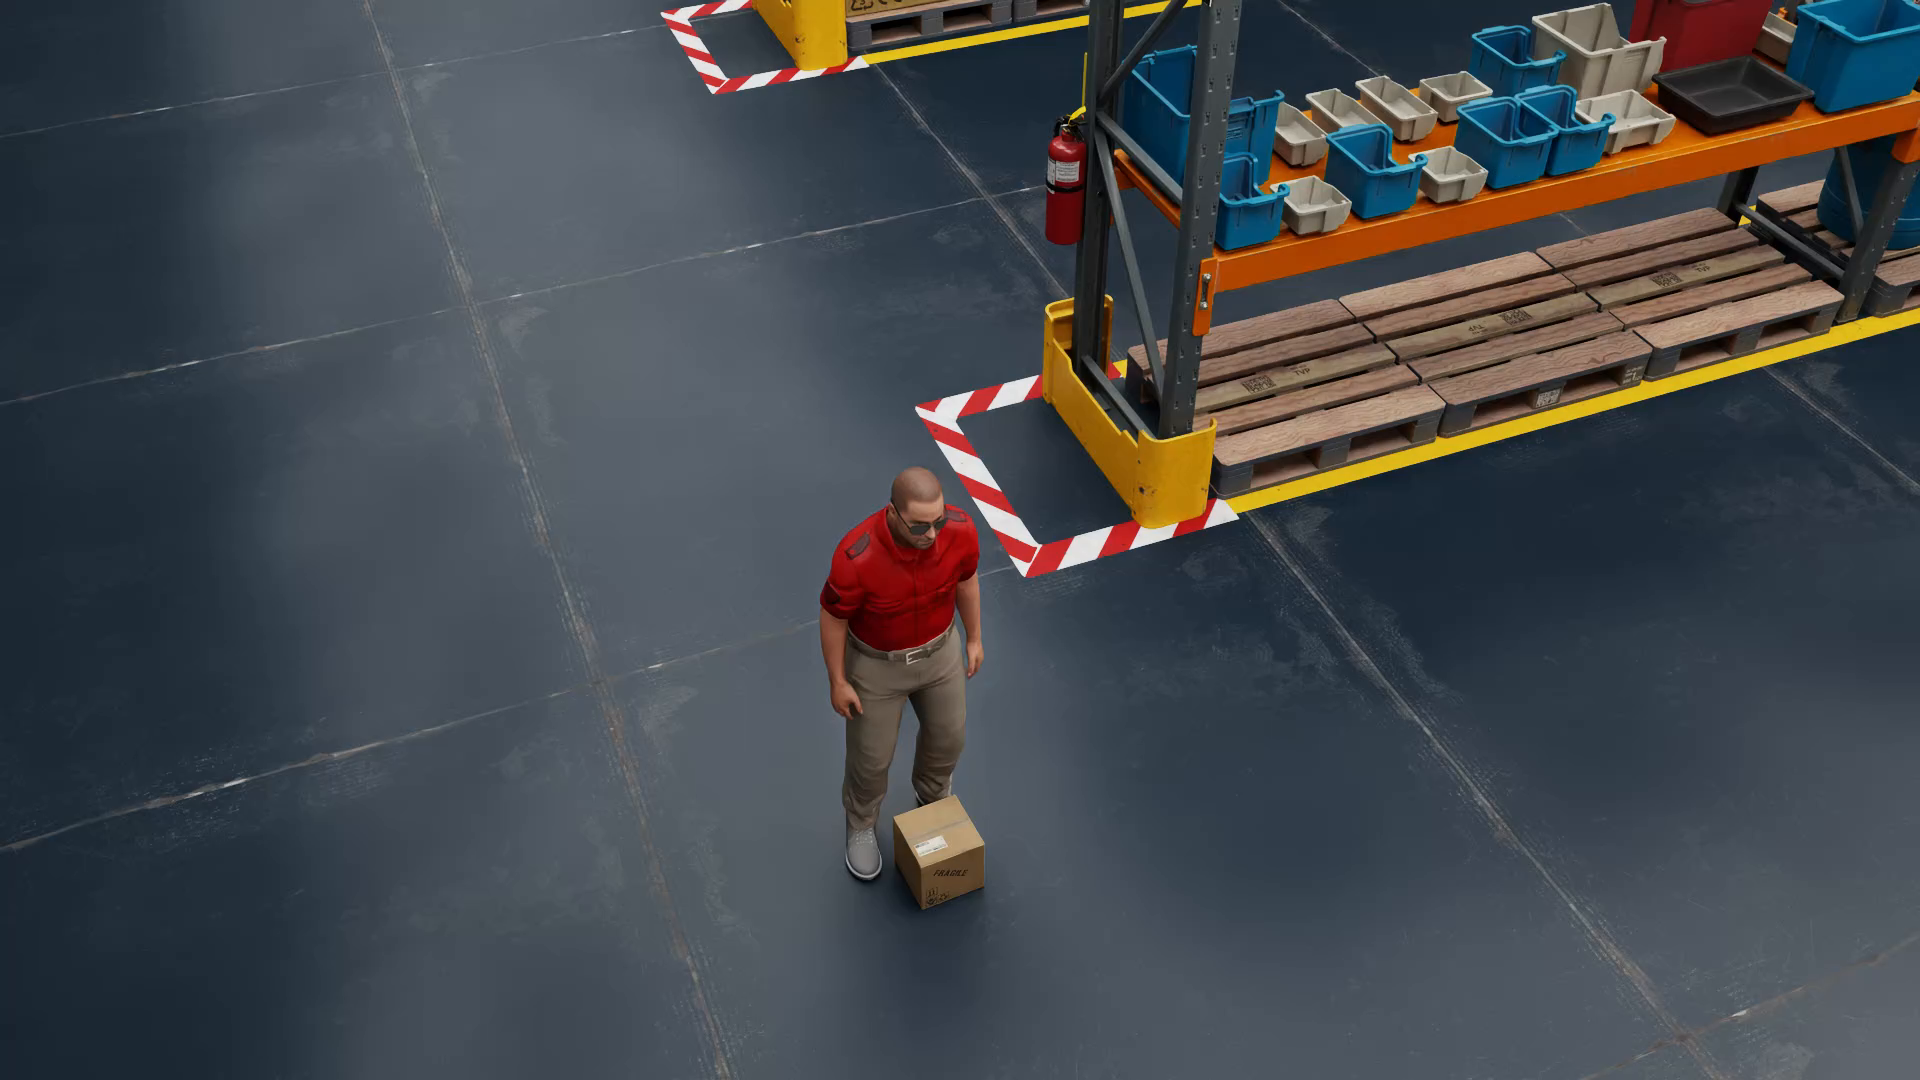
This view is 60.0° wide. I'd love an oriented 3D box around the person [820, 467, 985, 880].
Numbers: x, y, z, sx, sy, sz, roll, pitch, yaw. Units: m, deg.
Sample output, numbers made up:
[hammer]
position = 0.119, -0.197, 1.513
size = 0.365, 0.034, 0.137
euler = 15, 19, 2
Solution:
[person]
position = -0.184, 0.419, 5.696
size = 0.595, 1.725, 0.393
euler = -18, 44, -19
